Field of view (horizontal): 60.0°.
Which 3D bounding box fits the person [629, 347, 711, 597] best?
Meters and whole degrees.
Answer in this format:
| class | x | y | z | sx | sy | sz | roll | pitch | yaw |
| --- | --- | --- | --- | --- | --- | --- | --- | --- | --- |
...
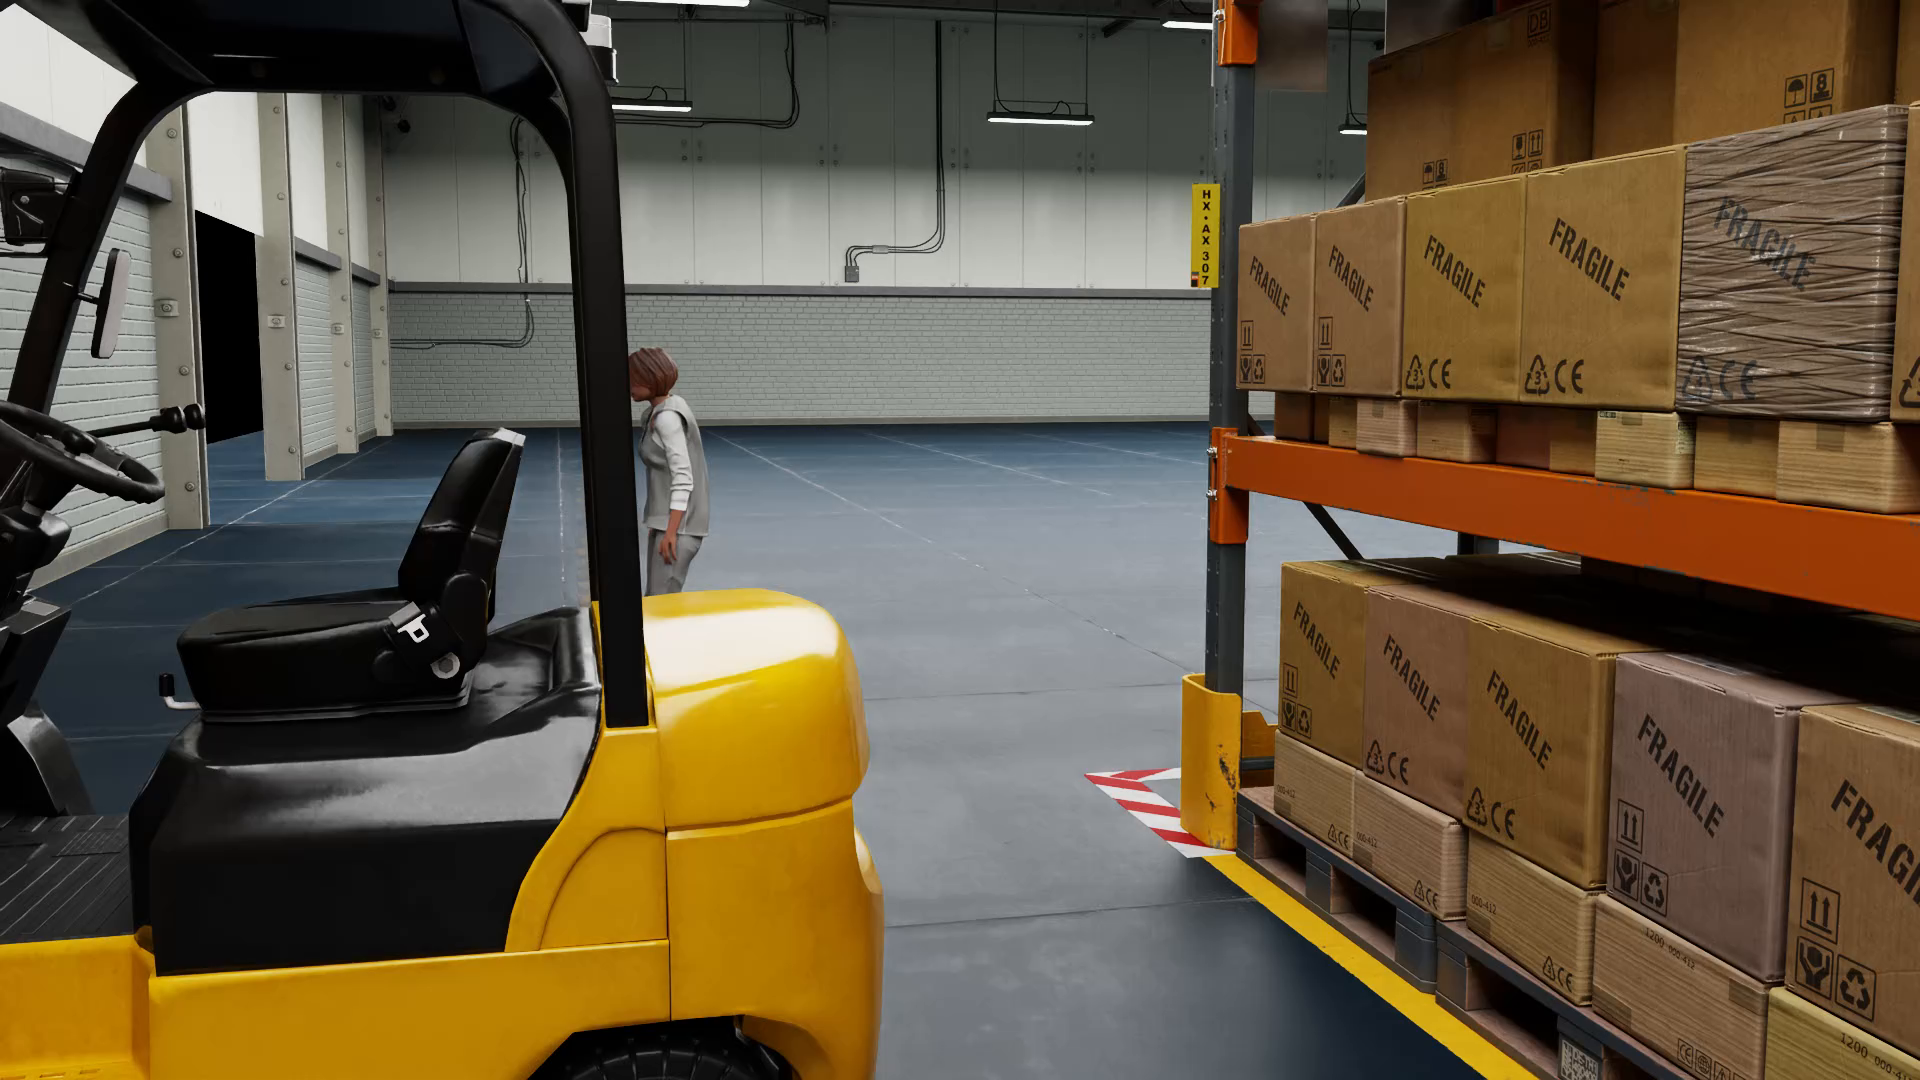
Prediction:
| class | x | y | z | sx | sy | sz | roll | pitch | yaw |
| --- | --- | --- | --- | --- | --- | --- | --- | --- | --- |
| person | -1.255 | -0.029 | 7.147 | 0.346 | 1.591 | 0.475 | -2 | 7 | -17 |
